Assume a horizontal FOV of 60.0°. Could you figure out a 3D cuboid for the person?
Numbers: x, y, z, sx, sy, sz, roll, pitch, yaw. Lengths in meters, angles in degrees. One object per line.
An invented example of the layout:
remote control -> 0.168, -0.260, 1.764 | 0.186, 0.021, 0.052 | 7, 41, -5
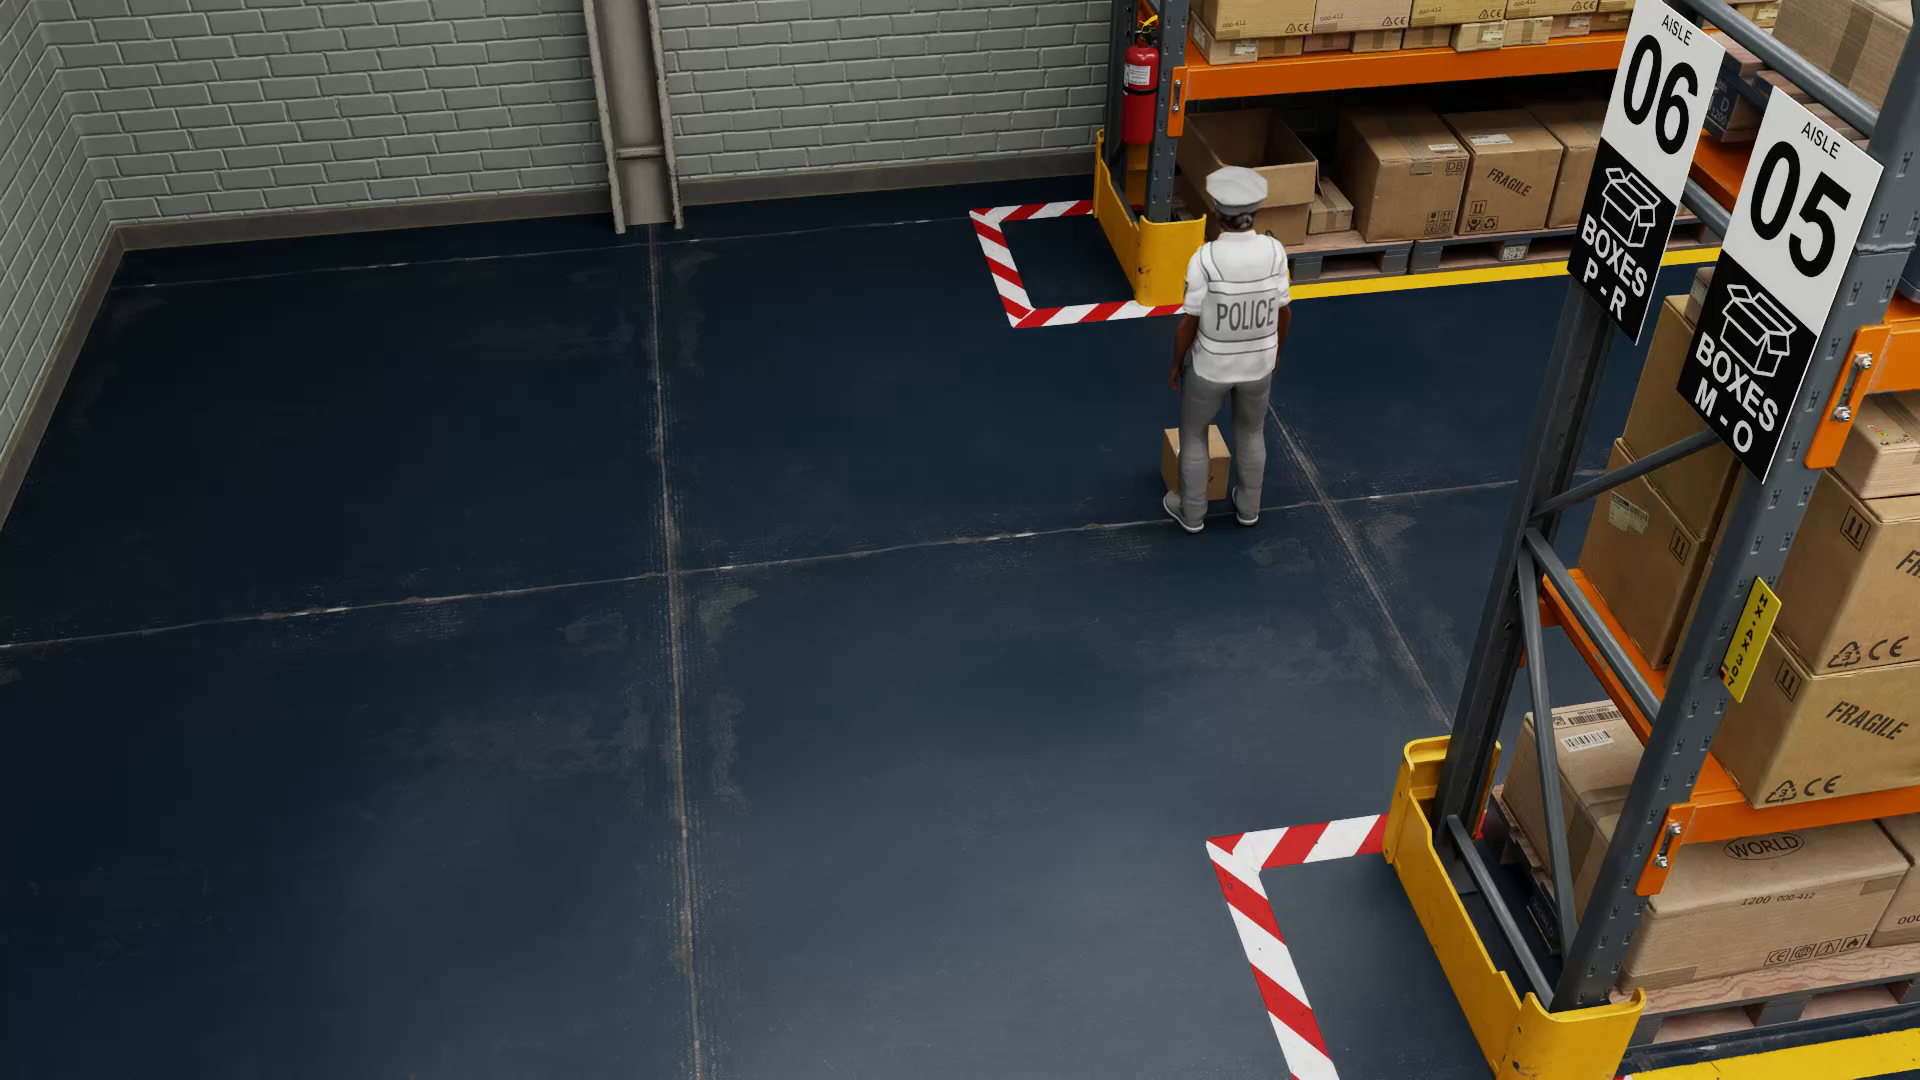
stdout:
person -> 1.145, -0.758, 7.094 | 0.508, 1.659, 0.395 | -6, 39, -8
